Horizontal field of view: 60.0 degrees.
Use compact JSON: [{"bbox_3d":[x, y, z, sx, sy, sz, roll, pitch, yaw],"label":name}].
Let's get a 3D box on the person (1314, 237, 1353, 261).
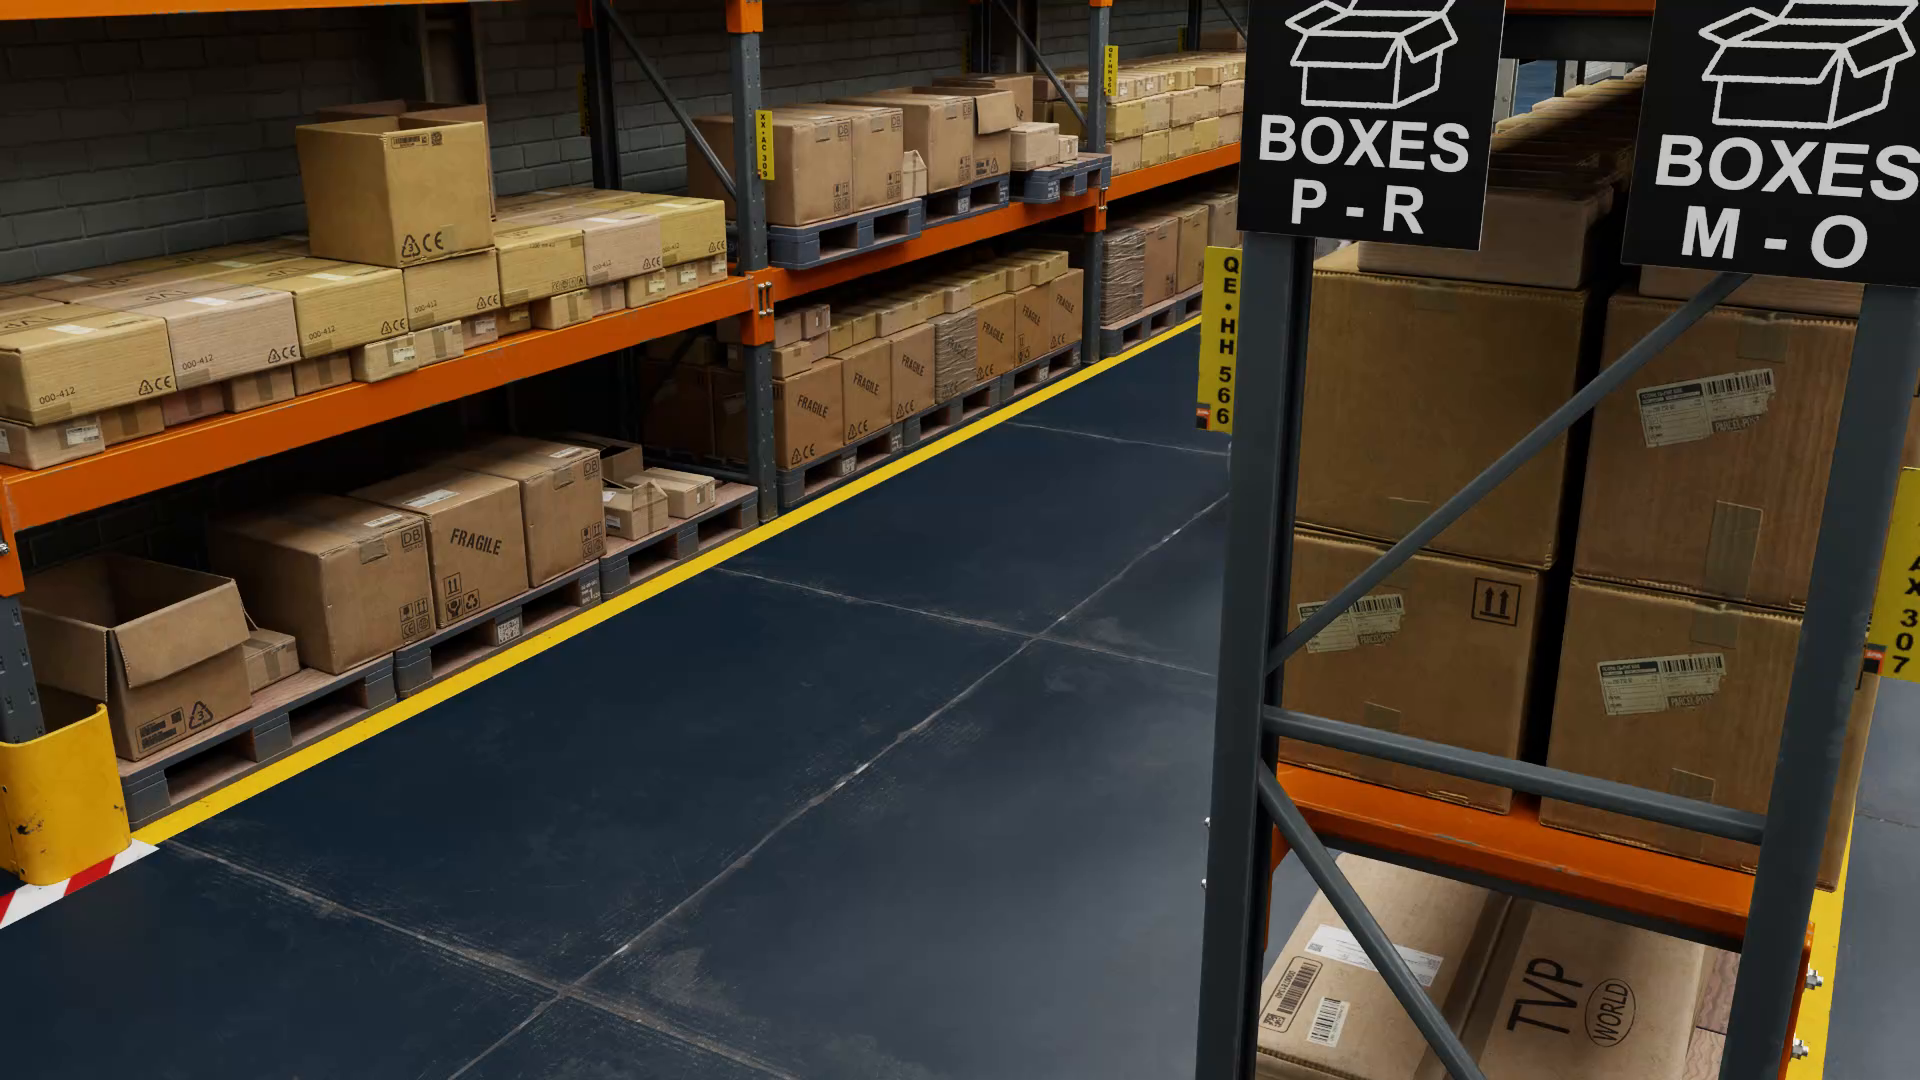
[{"bbox_3d":[2.176,-1.426,10.043,0.422,1.537,0.963,10,22,25],"label":"person"}]
